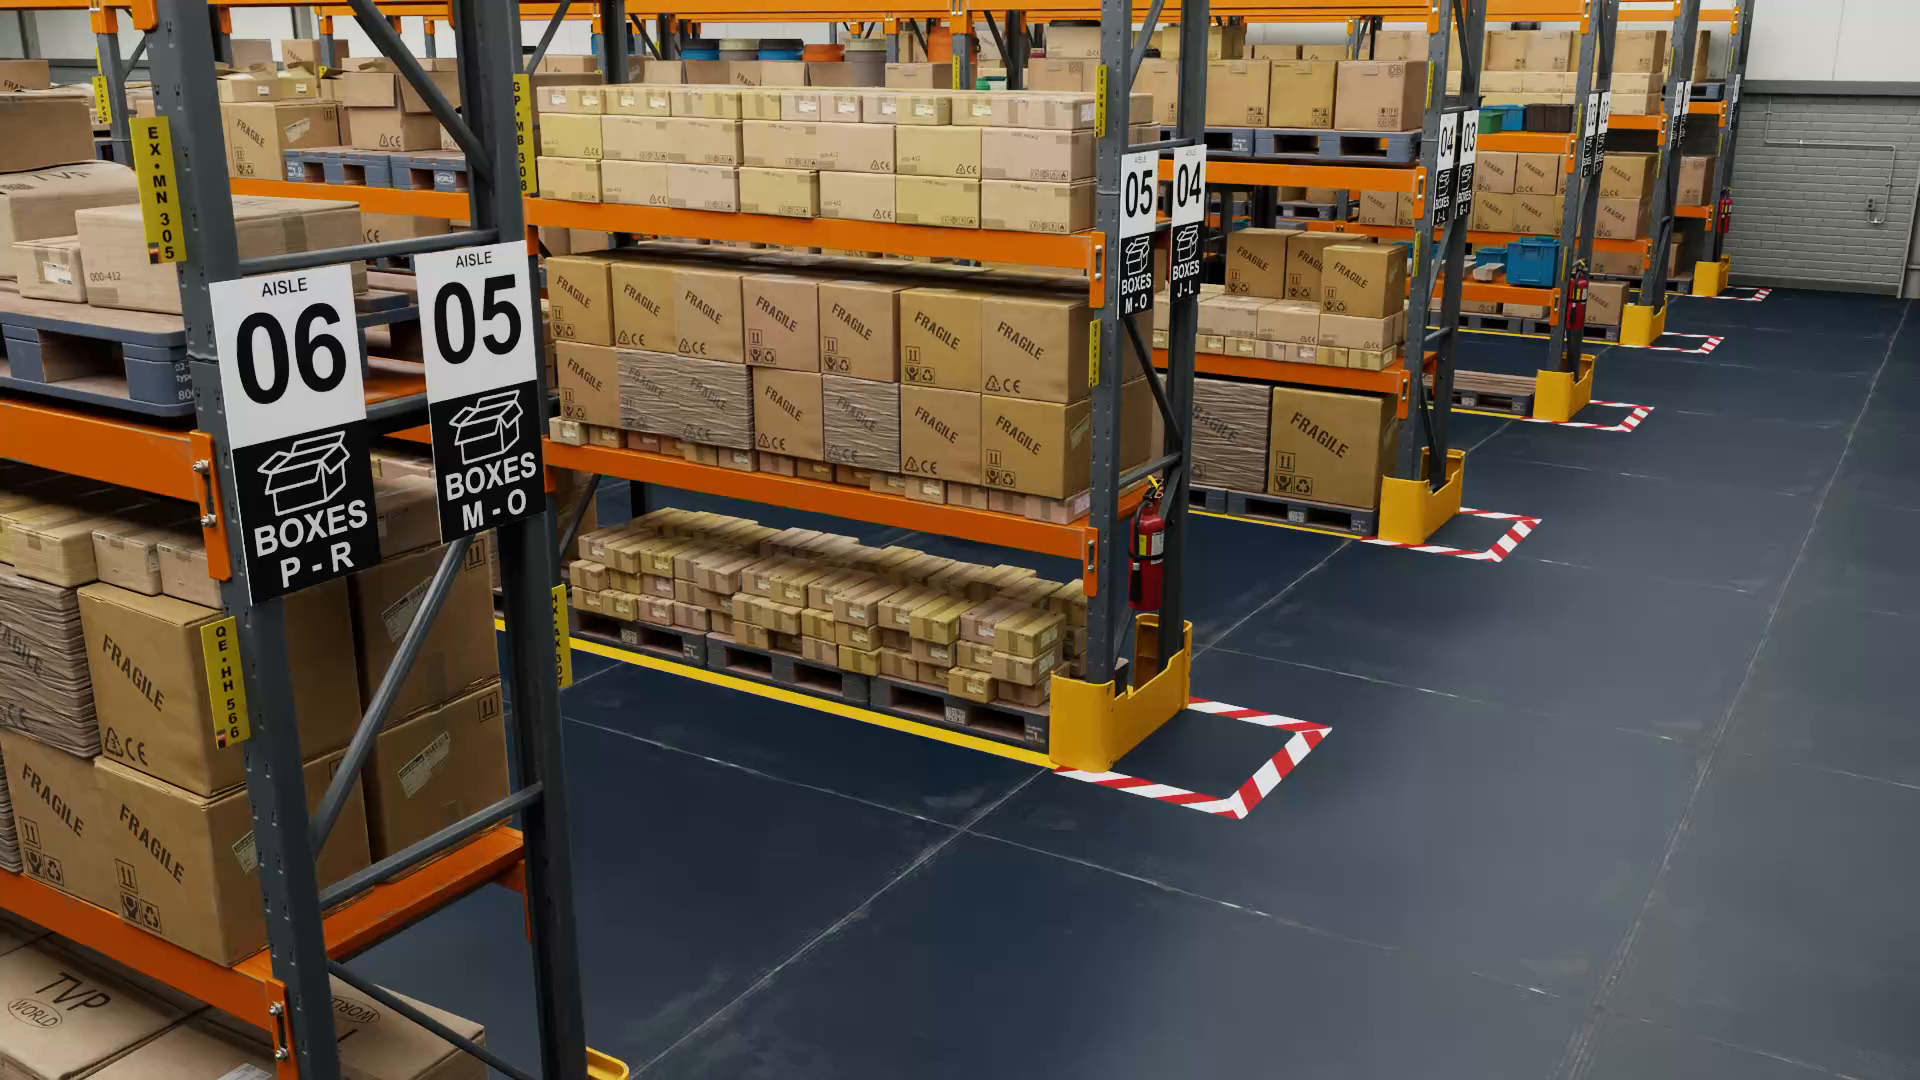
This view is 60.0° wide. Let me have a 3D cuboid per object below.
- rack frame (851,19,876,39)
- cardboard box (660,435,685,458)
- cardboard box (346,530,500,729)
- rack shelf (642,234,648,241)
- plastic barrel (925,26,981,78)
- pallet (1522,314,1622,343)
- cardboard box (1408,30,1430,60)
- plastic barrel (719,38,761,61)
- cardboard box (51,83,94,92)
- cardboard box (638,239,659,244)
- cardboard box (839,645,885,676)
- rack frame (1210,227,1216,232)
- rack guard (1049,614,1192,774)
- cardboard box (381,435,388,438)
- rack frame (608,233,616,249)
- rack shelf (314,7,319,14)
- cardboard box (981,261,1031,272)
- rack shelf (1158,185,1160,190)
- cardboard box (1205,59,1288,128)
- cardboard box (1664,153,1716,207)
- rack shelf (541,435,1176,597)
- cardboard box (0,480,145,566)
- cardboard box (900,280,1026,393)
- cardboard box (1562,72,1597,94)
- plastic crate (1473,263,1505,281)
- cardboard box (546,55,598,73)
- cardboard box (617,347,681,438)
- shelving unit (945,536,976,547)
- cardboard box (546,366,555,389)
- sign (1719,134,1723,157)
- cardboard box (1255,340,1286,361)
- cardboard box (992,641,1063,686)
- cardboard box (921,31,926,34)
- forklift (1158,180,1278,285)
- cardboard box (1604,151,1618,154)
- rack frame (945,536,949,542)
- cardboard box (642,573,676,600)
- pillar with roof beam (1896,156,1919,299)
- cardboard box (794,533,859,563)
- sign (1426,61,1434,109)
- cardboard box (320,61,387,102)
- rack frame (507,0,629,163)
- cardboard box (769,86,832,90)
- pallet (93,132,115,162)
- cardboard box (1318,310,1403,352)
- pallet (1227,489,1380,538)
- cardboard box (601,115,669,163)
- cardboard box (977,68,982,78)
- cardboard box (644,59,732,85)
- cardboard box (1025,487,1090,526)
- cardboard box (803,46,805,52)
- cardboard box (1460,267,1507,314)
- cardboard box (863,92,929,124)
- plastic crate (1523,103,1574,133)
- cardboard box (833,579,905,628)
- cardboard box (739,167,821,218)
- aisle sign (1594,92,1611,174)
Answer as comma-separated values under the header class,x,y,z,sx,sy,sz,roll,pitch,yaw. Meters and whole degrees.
class,x,y,z,sx,sy,sz,roll,pitch,yaw
rack frame,-1.383,-8.712,26.078,0.127,3.000,1.000,10,20,30
cardboard box,-1.623,-0.623,10.203,0.250,0.149,0.380,9,19,28
cardboard box,-1.791,0.222,5.099,0.500,0.500,0.500,10,19,29
rack shelf,-5.683,-4.575,24.019,4.000,0.370,1.077,10,20,30
plastic barrel,-0.088,-5.761,20.064,0.708,0.830,0.600,10,20,30
pallet,8.098,-2.814,21.783,1.213,0.211,1.003,10,20,30
cardboard box,6.220,-6.410,21.770,0.500,0.500,0.700,10,20,30
plastic barrel,-2.874,-6.167,21.999,0.600,0.901,0.600,0,17,0
cardboard box,-7.210,-3.527,13.430,0.500,0.311,0.500,10,19,29
cardboard box,-2.890,-2.686,16.392,0.500,0.500,0.500,11,20,32
cardboard box,-0.504,0.652,9.758,0.250,0.149,0.380,9,19,28
rack frame,4.615,-6.460,28.988,0.127,3.000,1.000,10,20,30
rack guard,0.908,0.834,9.274,0.348,0.500,1.175,10,20,30
cardboard box,-4.263,-0.736,12.432,0.500,0.250,0.500,11,20,31
rack frame,-3.162,-2.780,16.872,0.127,3.000,1.000,10,20,30
rack shelf,-8.275,-6.217,19.110,4.000,0.370,1.077,10,20,30
cardboard box,0.521,-2.465,14.290,0.500,0.500,0.500,10,20,30
rack shelf,2.910,-6.420,30.094,4.000,0.370,1.077,10,20,30
cardboard box,2.301,-3.543,13.156,0.500,0.500,0.700,9,19,26
cardboard box,10.992,-5.462,25.185,0.700,0.700,0.980,11,20,33
rack shelf,-0.731,-0.310,9.979,4.000,0.370,1.077,10,20,30
cardboard box,-2.628,-0.050,4.876,0.250,0.149,0.380,11,20,31
cardboard box,0.021,-1.104,8.950,0.500,0.500,0.500,9,19,28
cardboard box,7.845,-5.710,20.754,0.500,0.250,0.500,10,20,30
plastic crate,5.457,-2.771,17.195,0.243,0.136,0.396,10,20,30
cardboard box,-3.700,-4.513,16.384,0.500,0.500,0.500,11,20,31
cardboard box,-1.720,-0.937,10.122,0.500,0.500,0.500,10,20,30
shelving unit,0.046,-0.494,12.702,0.252,1.050,0.215,10,20,30
cardboard box,-2.877,-1.051,10.888,0.250,0.149,0.380,10,19,29
sign,11.136,-5.778,24.344,0.005,0.325,0.100,10,20,30
cardboard box,2.530,-1.531,13.194,0.250,0.149,0.380,11,20,31
cardboard box,0.374,0.661,9.214,0.250,0.149,0.380,10,19,29
cardboard box,-0.394,-9.408,31.605,0.500,0.500,0.500,10,20,30
forklift,2.492,-2.686,16.680,1.130,2.935,3.031,-3,17,-10
cardboard box,8.153,-4.753,21.474,0.500,0.500,0.500,10,20,31
rack frame,-0.058,-0.513,12.763,0.008,1.050,0.200,10,20,30
cardboard box,-1.805,0.241,10.597,0.250,0.149,0.380,10,20,30
pillar with roof beam,11.932,-6.851,19.953,0.400,9.000,9.100,10,20,30
cardboard box,-0.846,0.090,10.583,0.250,0.149,0.380,9,19,28
sign,3.359,-3.252,11.877,0.005,0.325,0.100,10,20,30
cardboard box,-4.257,-3.228,11.699,0.258,0.266,0.396,10,20,30
rack frame,-2.435,-3.829,10.004,0.127,3.000,1.000,10,20,30
cardboard box,-0.910,-2.582,9.770,0.250,0.149,0.380,10,20,30
pallet,-6.420,-2.997,12.749,1.003,0.211,1.213,11,20,33
cardboard box,3.103,-1.642,12.871,0.500,0.250,0.500,10,19,29
pallet,2.933,-0.331,13.608,1.213,0.211,1.003,10,20,30
cardboard box,-1.729,-2.351,9.699,0.500,0.250,0.500,10,20,30
cardboard box,0.214,-7.100,25.467,0.500,0.250,0.500,8,19,25
cardboard box,-2.605,-4.391,16.113,0.637,0.503,0.797,11,20,33
cardboard box,0.547,-0.209,8.842,0.250,0.149,0.380,10,20,30
cardboard box,-2.720,-7.876,27.345,0.637,0.503,0.797,13,21,36
cardboard box,7.038,-3.356,22.306,0.637,0.503,0.797,10,20,30
cardboard box,-0.308,-2.289,8.806,0.250,0.149,0.380,10,19,29
plastic crate,6.065,-4.290,16.907,0.590,0.269,0.497,10,20,30
cardboard box,-0.527,0.368,9.667,0.250,0.149,0.380,11,20,32
cardboard box,-0.871,-1.948,9.229,0.500,0.250,0.500,11,20,33
aisle sign,6.464,-4.096,16.733,0.004,0.787,0.394,10,20,30
